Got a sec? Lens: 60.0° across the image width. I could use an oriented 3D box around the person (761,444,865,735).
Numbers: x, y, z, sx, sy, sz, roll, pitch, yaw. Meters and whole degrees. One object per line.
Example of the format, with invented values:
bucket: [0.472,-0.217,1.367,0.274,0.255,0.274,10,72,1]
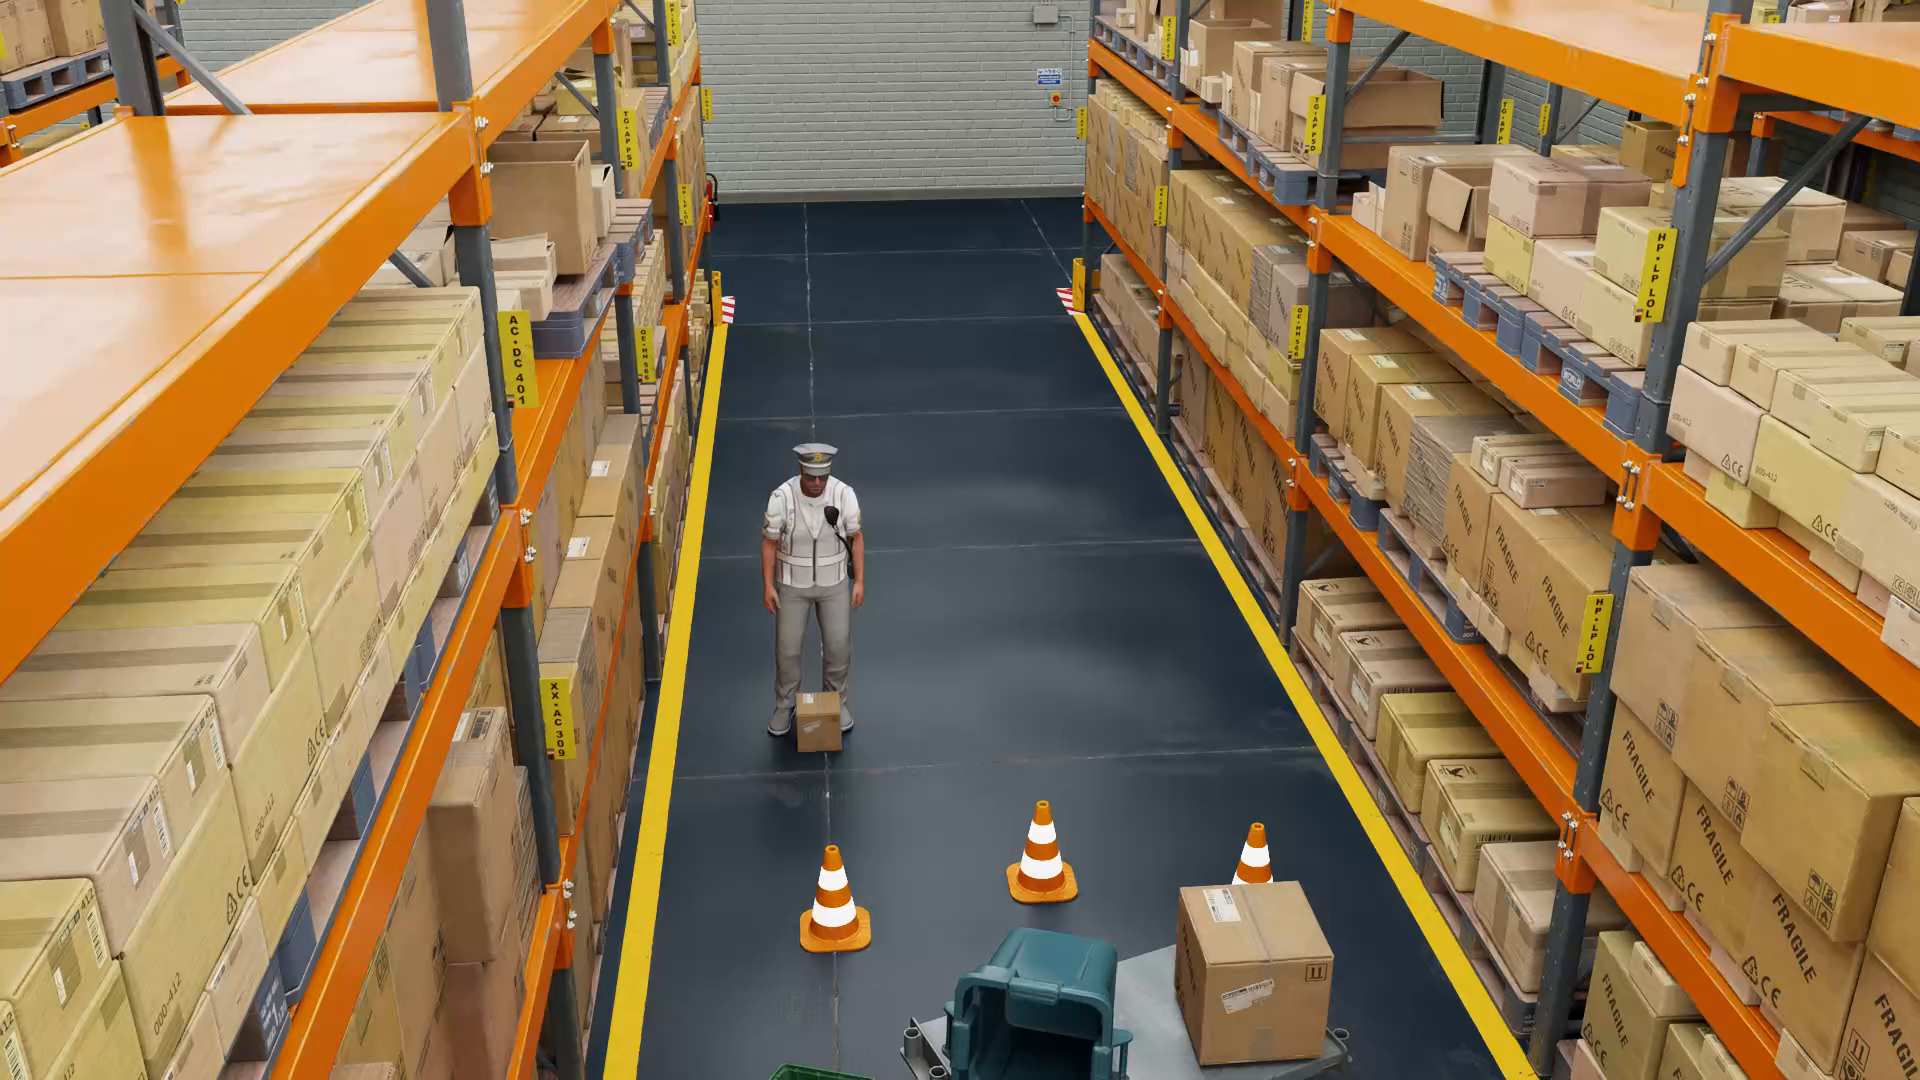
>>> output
person: [-0.842,0.248,9.521,0.604,1.747,0.437,-4,24,-8]
